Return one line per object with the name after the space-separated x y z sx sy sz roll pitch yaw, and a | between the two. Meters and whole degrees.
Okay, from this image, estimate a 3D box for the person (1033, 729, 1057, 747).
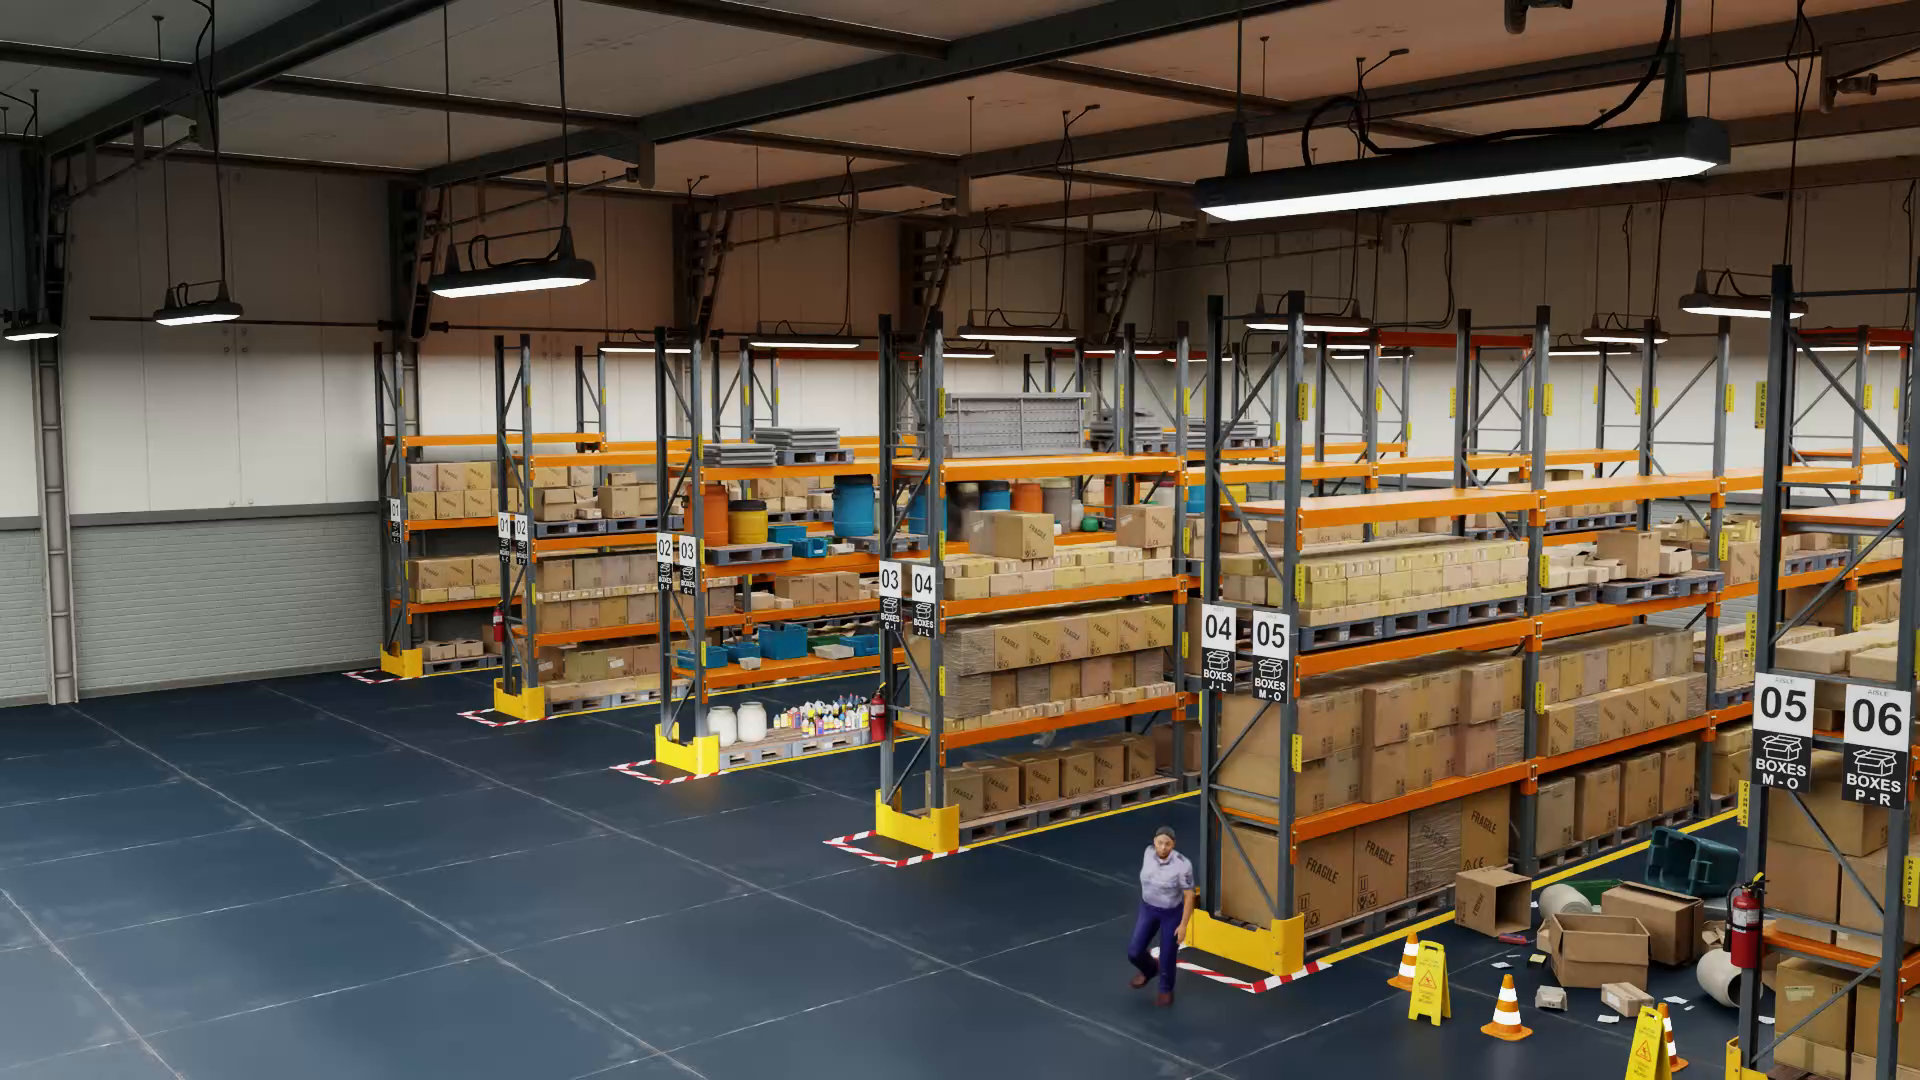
1.157 2.039 22.583 0.472 1.627 0.719 -4 6 -34 | person

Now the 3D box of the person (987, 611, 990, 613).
0.705 1.376 29.441 0.664 1.659 0.720 3 6 33 | person

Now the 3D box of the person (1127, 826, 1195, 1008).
1.683 3.121 13.858 0.639 1.607 0.551 3 6 28 | person
